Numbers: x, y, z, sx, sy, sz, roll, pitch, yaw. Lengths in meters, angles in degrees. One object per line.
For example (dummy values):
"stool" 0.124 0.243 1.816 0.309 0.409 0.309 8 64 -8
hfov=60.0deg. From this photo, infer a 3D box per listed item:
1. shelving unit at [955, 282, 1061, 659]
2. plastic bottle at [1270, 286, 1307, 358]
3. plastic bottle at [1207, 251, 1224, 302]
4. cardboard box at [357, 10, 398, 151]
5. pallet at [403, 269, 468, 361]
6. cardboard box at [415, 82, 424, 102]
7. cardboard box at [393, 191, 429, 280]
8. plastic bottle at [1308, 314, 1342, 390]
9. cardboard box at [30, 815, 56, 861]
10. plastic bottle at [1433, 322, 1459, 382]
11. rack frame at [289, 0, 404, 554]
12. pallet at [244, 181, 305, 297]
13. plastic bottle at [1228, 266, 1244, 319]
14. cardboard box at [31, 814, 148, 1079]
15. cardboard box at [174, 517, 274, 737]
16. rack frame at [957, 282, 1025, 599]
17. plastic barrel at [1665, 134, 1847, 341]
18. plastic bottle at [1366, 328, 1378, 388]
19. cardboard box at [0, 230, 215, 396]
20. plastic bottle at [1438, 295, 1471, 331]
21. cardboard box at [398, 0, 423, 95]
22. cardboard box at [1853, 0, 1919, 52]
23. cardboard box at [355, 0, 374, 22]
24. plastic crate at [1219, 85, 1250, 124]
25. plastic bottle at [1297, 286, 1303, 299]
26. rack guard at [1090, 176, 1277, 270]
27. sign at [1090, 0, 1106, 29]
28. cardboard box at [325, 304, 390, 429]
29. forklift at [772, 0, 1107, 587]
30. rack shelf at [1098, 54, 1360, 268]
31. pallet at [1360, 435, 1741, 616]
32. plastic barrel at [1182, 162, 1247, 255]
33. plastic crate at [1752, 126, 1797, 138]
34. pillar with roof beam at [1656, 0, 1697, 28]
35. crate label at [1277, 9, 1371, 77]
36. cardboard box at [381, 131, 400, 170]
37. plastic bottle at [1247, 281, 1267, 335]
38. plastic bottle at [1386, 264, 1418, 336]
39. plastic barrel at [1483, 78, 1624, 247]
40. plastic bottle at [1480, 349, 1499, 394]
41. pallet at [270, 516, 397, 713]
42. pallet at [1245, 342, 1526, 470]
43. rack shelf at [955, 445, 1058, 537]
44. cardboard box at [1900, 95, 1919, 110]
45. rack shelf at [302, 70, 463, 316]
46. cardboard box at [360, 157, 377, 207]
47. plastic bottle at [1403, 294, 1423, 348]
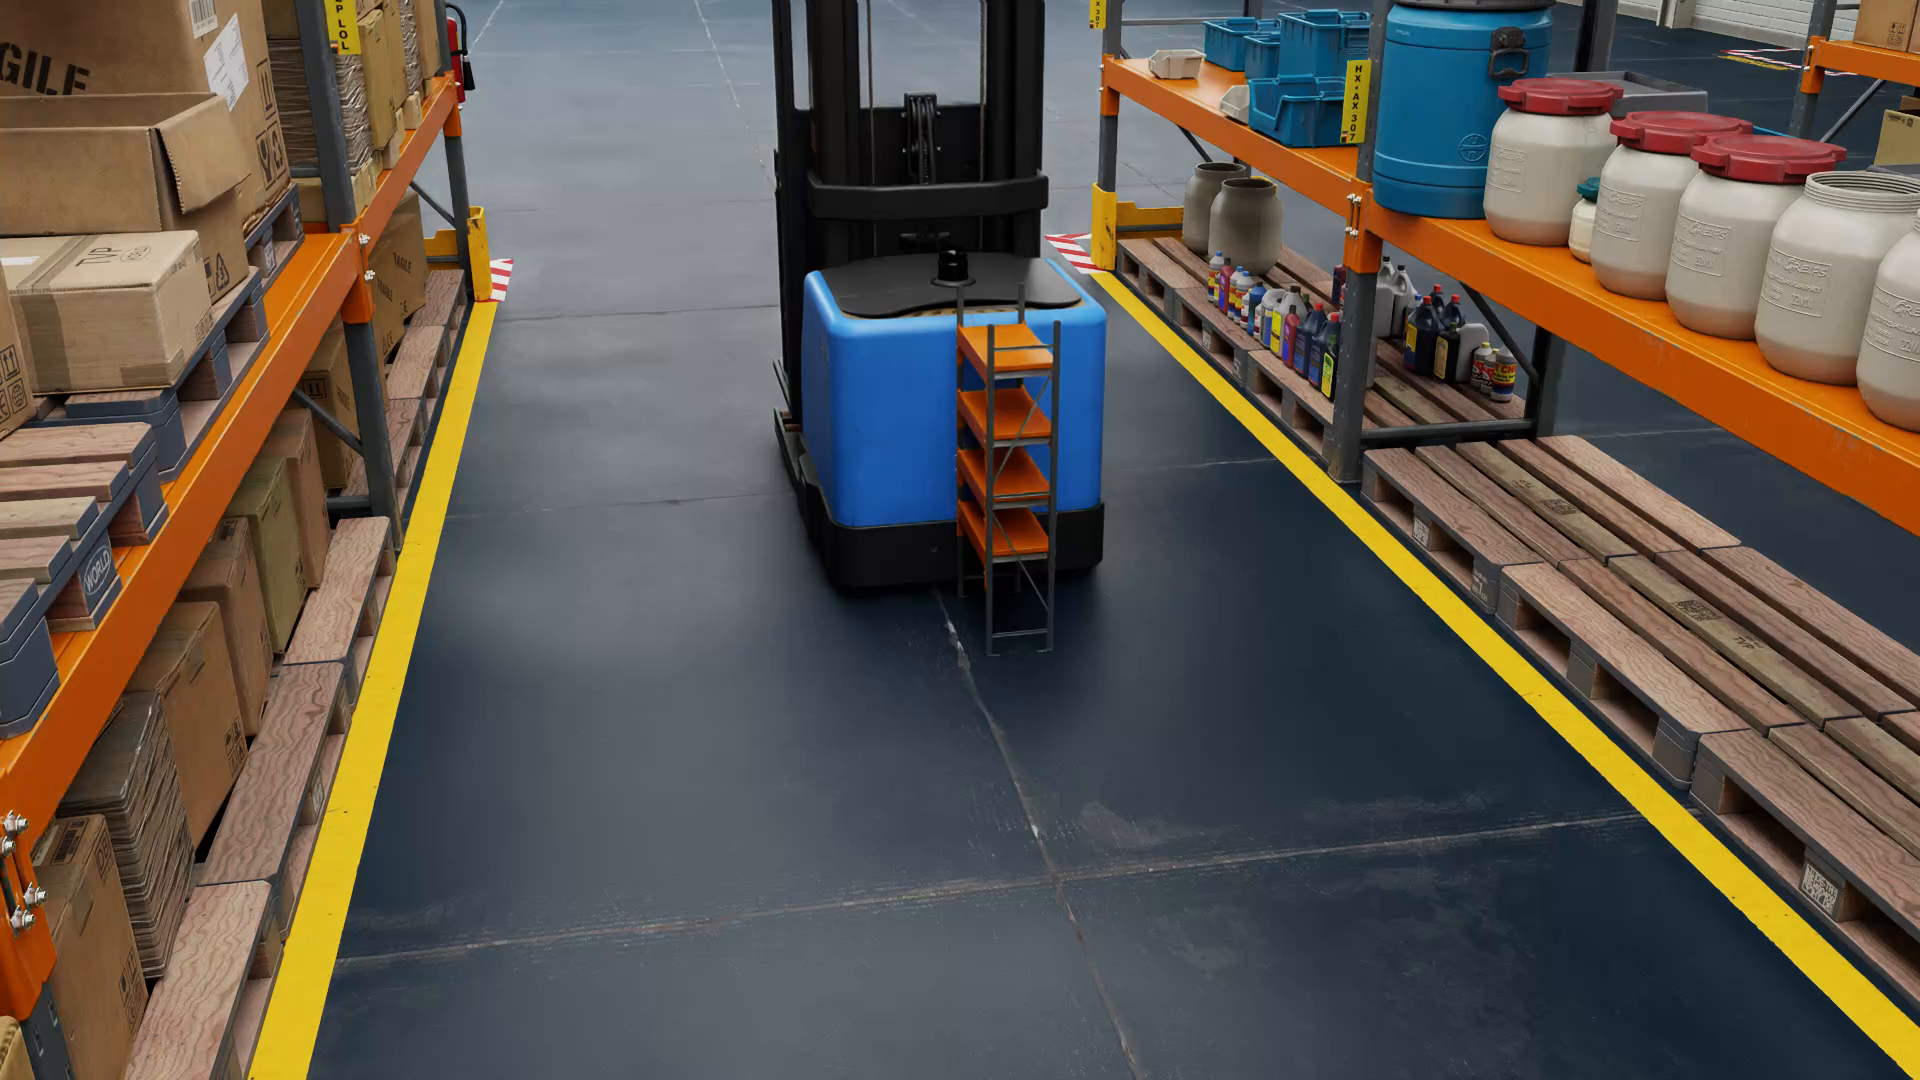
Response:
"shelving unit" 0.158 -0.244 5.810 0.258 1.200 0.503 -5 24 -11
"plastic bottle" 1.639 -1.096 8.272 0.144 0.351 0.185 -4 24 -10
"plastic bottle" 1.426 -1.462 9.210 0.097 0.271 0.097 0 24 0
"cardboard box" -2.811 -1.870 6.788 0.875 0.500 0.500 -4 24 -10
"pallet" -3.341 -1.251 9.350 1.003 0.211 1.213 -4 24 -10
"cardboard box" -3.041 -2.376 8.757 0.380 0.149 0.250 -4 24 -10
"cardboard box" -3.371 -1.681 9.449 0.500 0.500 0.500 0 24 0
"plastic bottle" 1.735 -0.894 7.808 0.144 0.351 0.185 -5 24 -11
"cardboard box" -2.144 0.605 3.254 0.500 0.250 0.500 -3 24 -8
"plastic bottle" 2.318 -0.906 7.920 0.061 0.283 0.133 -4 24 -10
"rack frame" -2.731 -1.307 5.996 1.000 3.000 0.127 -4 24 -10
"pallet" -2.732 -0.908 5.321 1.003 0.211 1.213 -4 24 -10
"plastic bottle" 1.490 -1.328 8.901 0.097 0.271 0.097 0 24 0
"cardboard box" -2.134 0.948 3.405 0.700 0.500 0.500 -6 24 -13
"cardboard box" -2.465 0.289 4.915 0.700 0.500 0.500 -6 24 -14
"rack frame" 0.108 -0.340 6.029 0.240 1.200 0.015 -5 24 -11
"plastic barrel" 2.314 -0.885 4.859 0.433 0.535 0.433 0 24 0
"plastic bottle" 1.876 -0.904 7.833 0.144 0.351 0.185 -4 24 -10
"cardboard box" -2.075 -0.534 3.888 0.500 0.250 0.500 -5 24 -11
"plastic bottle" 2.396 -1.010 8.074 0.144 0.351 0.185 -4 24 -8
"cardboard box" -3.135 -2.457 8.131 0.875 0.500 0.500 -4 24 -10
"cardboard box" 6.340 -3.474 10.831 0.700 0.500 0.500 -4 24 -10
"cardboard box" -2.658 -2.340 6.614 0.500 0.500 0.500 -4 24 -10
"plastic crate" 1.588 -2.173 8.307 0.530 0.136 0.437 -4 24 -10
"plastic bottle" 1.718 -1.138 8.451 0.061 0.283 0.133 -4 24 -10
"rack guard" 1.458 -2.075 10.877 1.175 0.500 0.348 -4 24 -10
"sign" 0.856 -3.335 10.293 0.100 0.325 0.005 -4 24 -10
"cardboard box" -2.879 -0.739 7.293 0.500 0.500 0.500 3 24 7
"forklift" -0.252 -1.729 7.046 1.130 2.935 3.031 -5 24 -11
"rack shelf" 1.767 -2.131 8.780 1.077 0.370 4.000 -4 24 -10
"pallet" 2.320 -0.090 6.692 1.003 0.211 1.213 -4 24 -10
"plastic barrel" 1.594 -2.046 10.272 0.421 0.512 0.421 0 24 0
"plastic crate" 2.647 -1.256 5.897 0.392 0.384 0.575 -4 24 -10
"pillar with roof beam" 5.663 -10.920 20.509 9.100 9.000 0.400 -4 24 -10
"crate label" 2.003 -2.560 8.819 0.502 0.435 0.616 -4 24 -10
"cardboard box" -2.643 -1.694 7.194 0.380 0.149 0.250 -4 24 -10
"plastic bottle" 1.546 -1.209 8.628 0.097 0.271 0.097 0 24 0
"plastic bottle" 2.282 -1.251 8.627 0.144 0.351 0.185 -4 24 -10
"plastic barrel" 2.098 -1.344 5.909 0.433 0.535 0.433 0 24 0
"plastic bottle" 2.490 -0.791 7.760 0.097 0.201 0.097 0 24 0
"pallet" -2.585 0.277 5.853 1.003 0.211 1.213 -4 24 -10
"pallet" 2.054 -0.663 8.005 1.003 0.211 1.213 -4 24 -10
"rack shelf" 0.158 -0.183 5.837 0.258 0.148 0.480 -5 24 -11
"cardboard box" 6.658 -2.700 11.157 0.500 0.500 0.500 -4 24 -10
"rack shelf" -3.100 -1.764 7.941 1.077 0.370 4.000 -4 24 -10
"cardboard box" -2.508 -1.398 6.518 0.380 0.149 0.250 -4 24 -10
"plastic bottle" 2.297 -1.103 8.386 0.097 0.271 0.097 0 24 0
